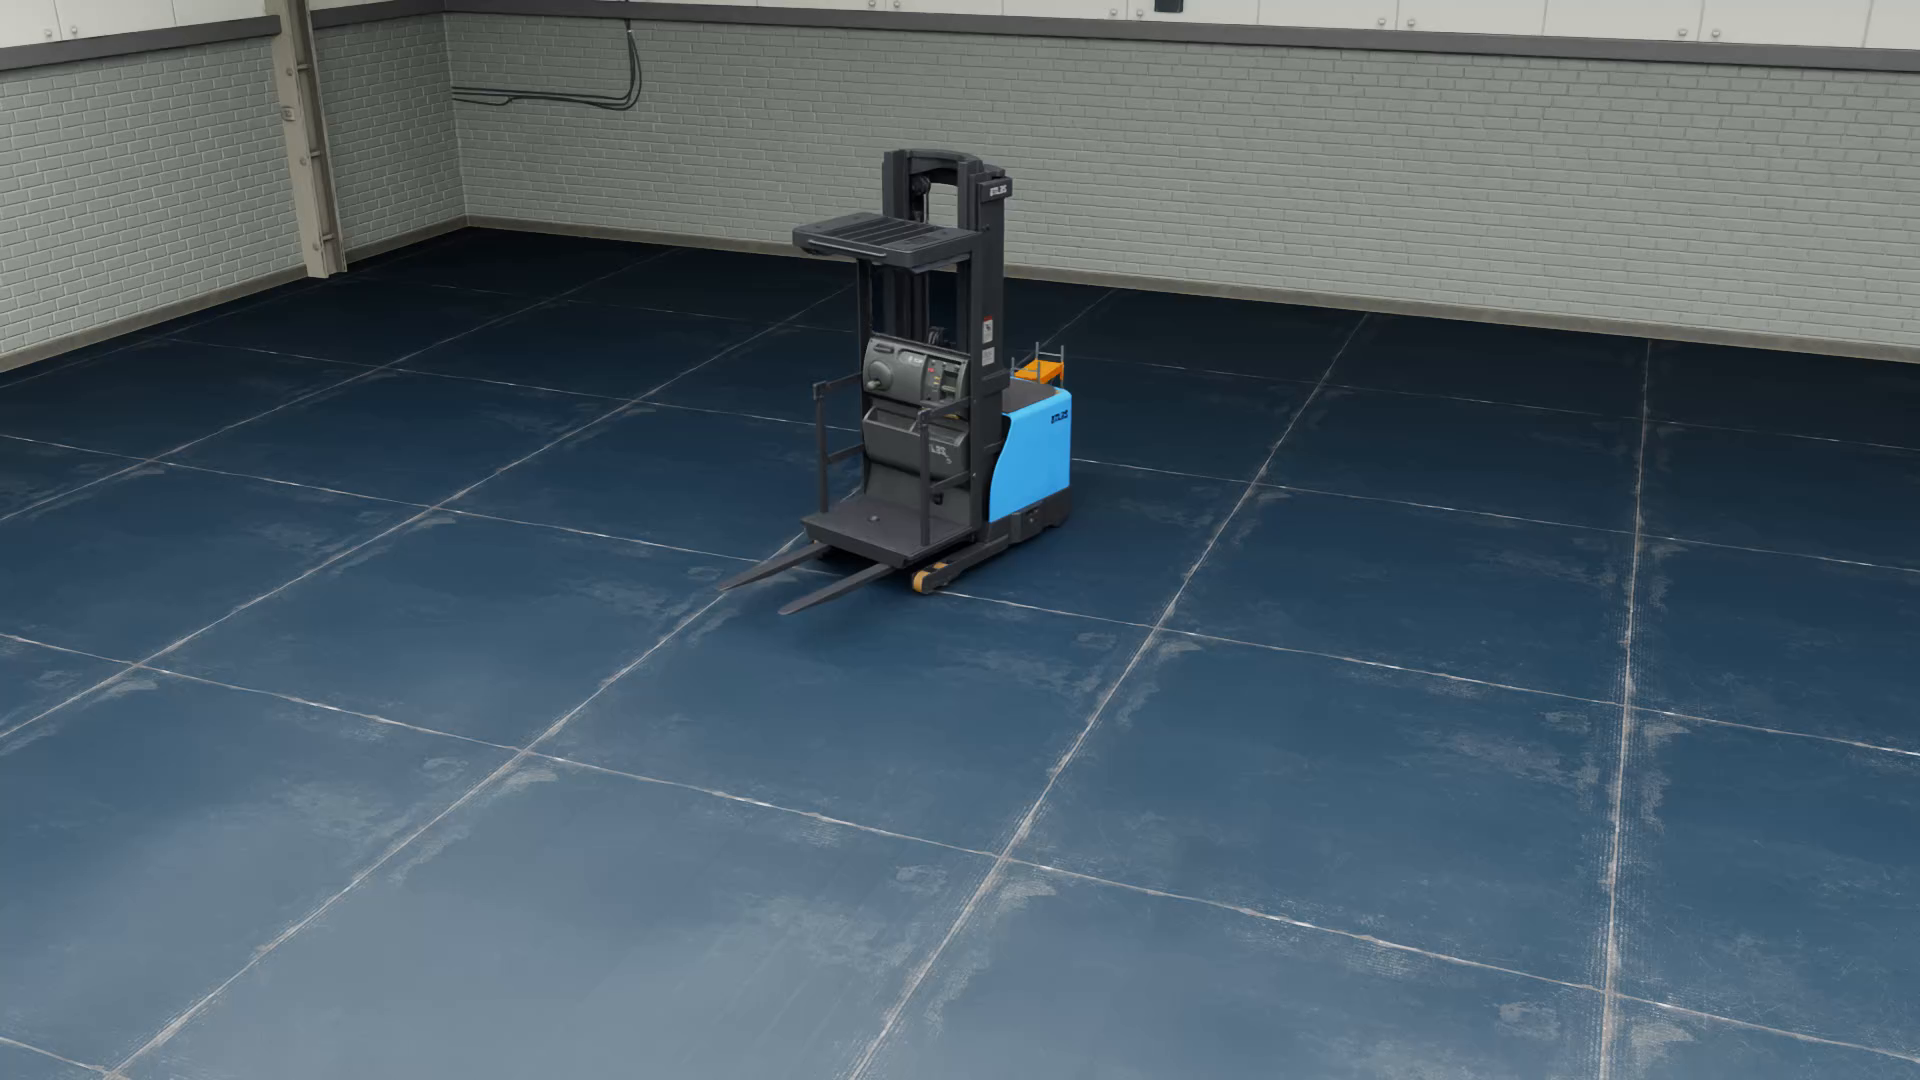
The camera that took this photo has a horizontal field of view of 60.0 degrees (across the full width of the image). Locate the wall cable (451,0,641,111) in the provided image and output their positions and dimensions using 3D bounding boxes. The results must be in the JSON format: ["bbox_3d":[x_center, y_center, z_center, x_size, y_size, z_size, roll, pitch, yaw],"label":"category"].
[{"bbox_3d":[-5.551,-6.897,21.616,3.097,2.526,0.112,9,24,20],"label":"wall cable"}]

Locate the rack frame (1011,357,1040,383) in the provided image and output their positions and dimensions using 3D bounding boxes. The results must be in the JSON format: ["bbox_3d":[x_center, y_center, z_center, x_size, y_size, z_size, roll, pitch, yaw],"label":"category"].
[{"bbox_3d":[0.517,-0.859,13.250,0.240,1.200,0.015,10,25,23],"label":"rack frame"}]

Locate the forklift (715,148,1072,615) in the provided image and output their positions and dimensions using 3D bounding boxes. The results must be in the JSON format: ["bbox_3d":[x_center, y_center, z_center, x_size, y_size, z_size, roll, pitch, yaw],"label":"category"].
[{"bbox_3d":[-0.457,-1.183,11.780,1.130,2.935,3.031,18,28,36],"label":"forklift"}]

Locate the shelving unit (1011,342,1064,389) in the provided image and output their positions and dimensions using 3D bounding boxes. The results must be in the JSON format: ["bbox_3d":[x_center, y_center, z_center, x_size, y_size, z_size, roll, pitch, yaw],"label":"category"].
[{"bbox_3d":[0.622,-0.944,13.453,0.258,1.200,0.503,10,25,23],"label":"shelving unit"}]

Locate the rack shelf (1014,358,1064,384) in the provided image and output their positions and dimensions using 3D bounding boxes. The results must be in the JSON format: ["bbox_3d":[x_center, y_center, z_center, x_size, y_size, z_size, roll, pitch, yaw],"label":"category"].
[{"bbox_3d":[0.622,-1.307,13.302,0.258,0.148,0.480,10,25,23],"label":"rack shelf"}]

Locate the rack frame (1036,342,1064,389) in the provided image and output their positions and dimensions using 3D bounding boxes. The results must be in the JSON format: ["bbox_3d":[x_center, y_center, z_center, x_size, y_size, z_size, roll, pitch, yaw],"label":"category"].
[{"bbox_3d":[0.727,-1.029,13.656,0.240,1.200,0.015,10,25,23],"label":"rack frame"}]

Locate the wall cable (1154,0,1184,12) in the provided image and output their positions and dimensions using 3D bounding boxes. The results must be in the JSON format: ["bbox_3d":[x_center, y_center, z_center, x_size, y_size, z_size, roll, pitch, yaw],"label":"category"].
[{"bbox_3d":[3.257,-8.534,17.094,2.305,6.003,0.169,9,24,20],"label":"wall cable"}]

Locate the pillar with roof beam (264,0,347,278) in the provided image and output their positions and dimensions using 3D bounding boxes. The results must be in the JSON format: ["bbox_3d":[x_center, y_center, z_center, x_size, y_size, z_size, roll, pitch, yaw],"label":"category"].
[{"bbox_3d":[-3.876,-6.849,17.471,9.100,9.000,0.400,9,24,20],"label":"pillar with roof beam"}]
